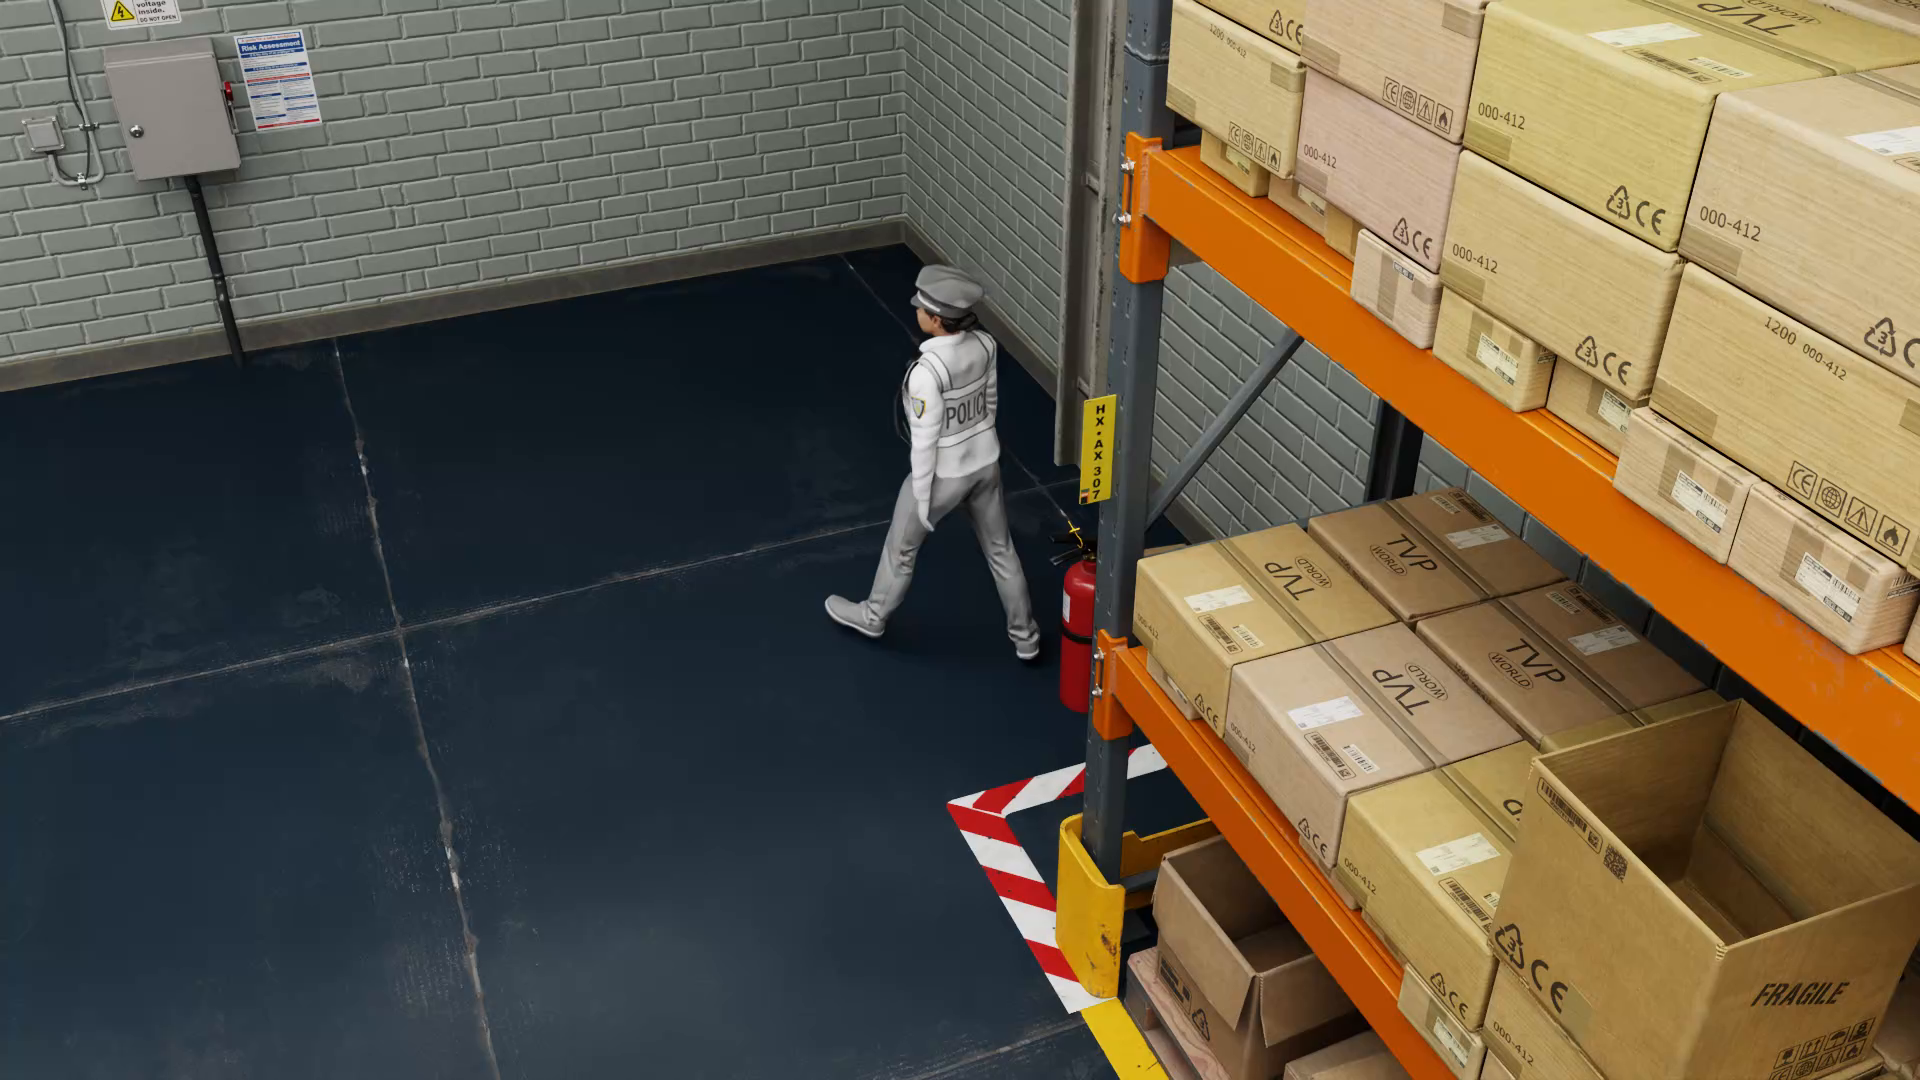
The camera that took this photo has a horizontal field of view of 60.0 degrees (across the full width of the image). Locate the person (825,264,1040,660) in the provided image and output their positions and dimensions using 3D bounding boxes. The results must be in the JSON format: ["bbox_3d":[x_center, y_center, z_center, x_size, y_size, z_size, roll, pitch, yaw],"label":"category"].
[{"bbox_3d":[-0.081,-0.289,6.544,0.845,1.641,0.615,29,43,36],"label":"person"}]
